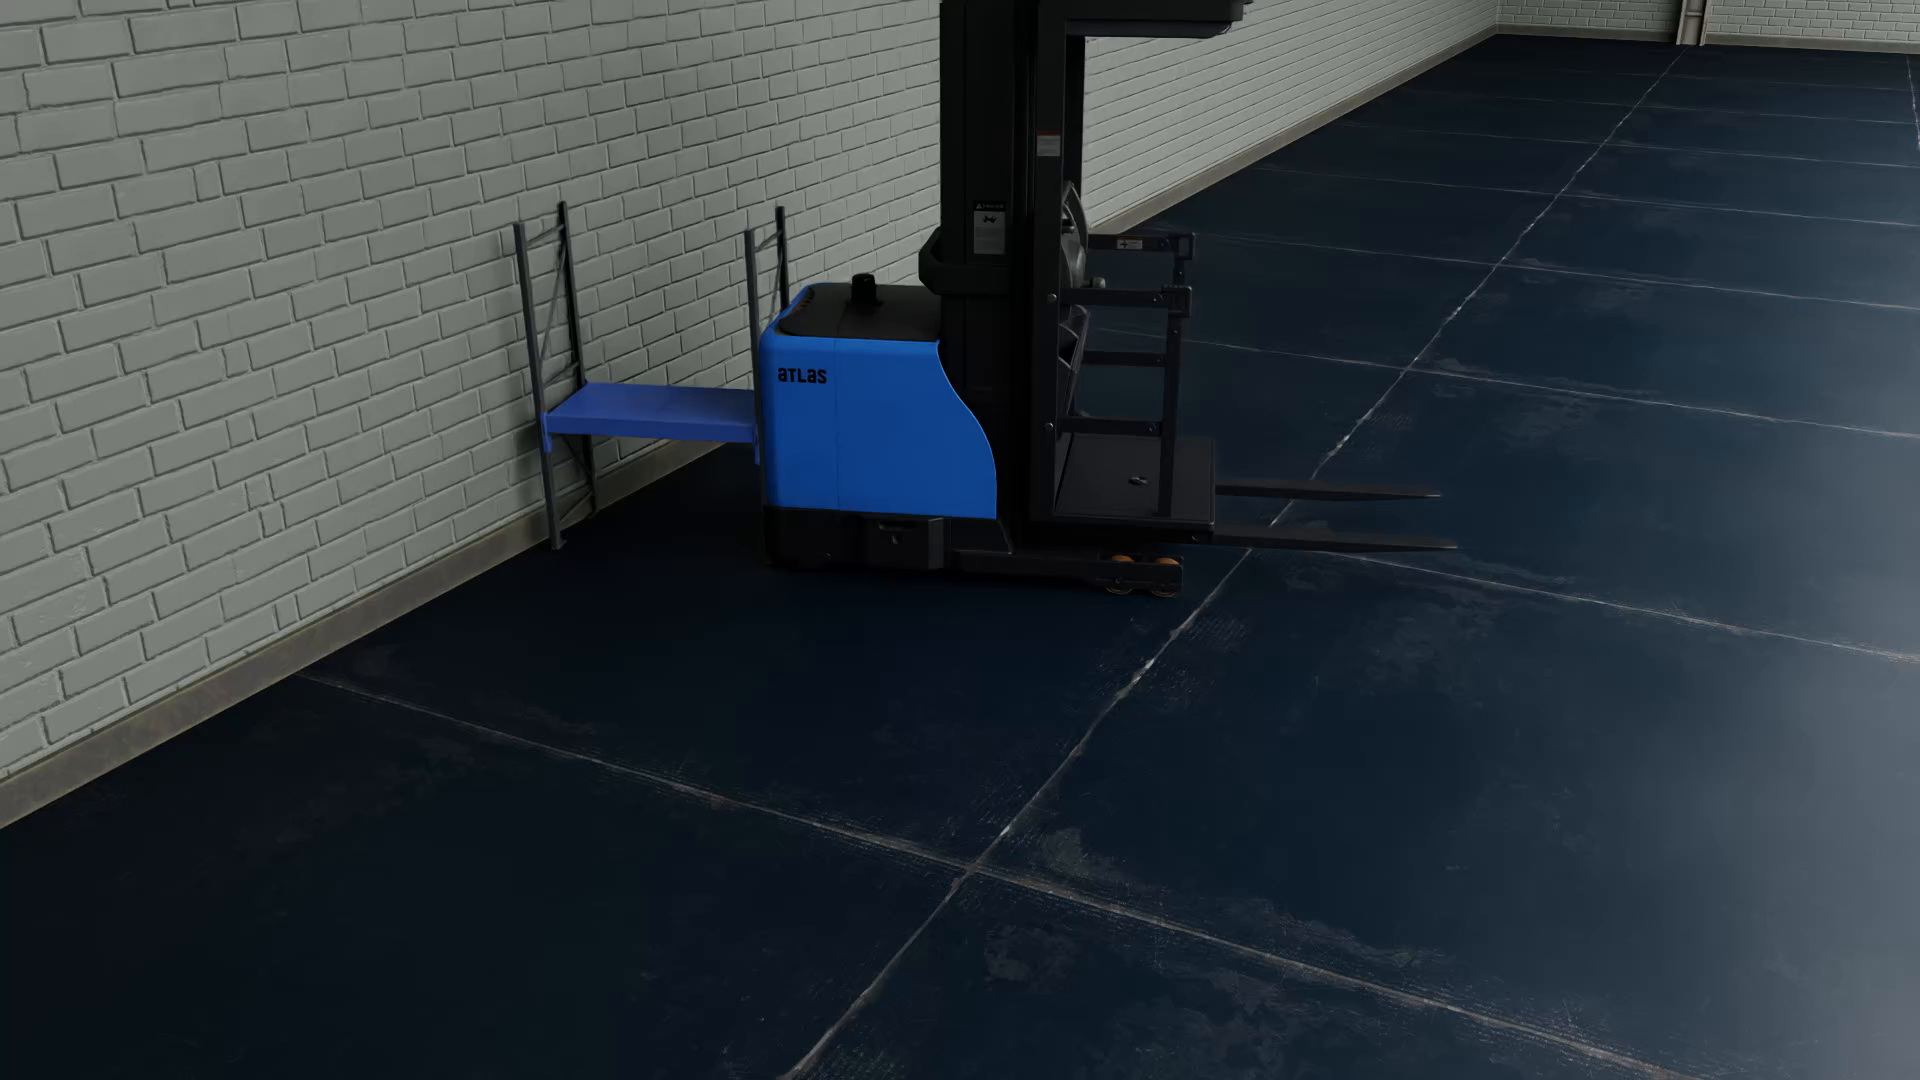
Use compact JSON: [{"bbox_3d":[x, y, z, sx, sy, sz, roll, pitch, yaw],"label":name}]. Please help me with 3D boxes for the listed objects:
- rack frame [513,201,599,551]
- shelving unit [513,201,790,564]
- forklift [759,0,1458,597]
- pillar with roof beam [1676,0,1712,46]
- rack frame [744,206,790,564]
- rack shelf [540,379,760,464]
[{"bbox_3d":[-1.820,-0.740,7.549,0.032,1.500,0.500,3,23,10],"label":"rack frame"},{"bbox_3d":[-1.320,-0.709,7.459,1.048,1.500,0.538,3,23,10],"label":"shelving unit"},{"bbox_3d":[0.677,-1.325,7.121,3.031,2.935,1.130,3,23,8],"label":"forklift"},{"bbox_3d":[9.460,-10.386,20.673,0.400,9.000,9.100,11,25,25],"label":"pillar with roof beam"},{"bbox_3d":[-0.821,-0.679,7.370,0.032,1.500,0.500,3,23,10],"label":"rack frame"},{"bbox_3d":[-1.318,-0.544,7.529,1.000,0.185,0.538,3,23,10],"label":"rack shelf"}]
